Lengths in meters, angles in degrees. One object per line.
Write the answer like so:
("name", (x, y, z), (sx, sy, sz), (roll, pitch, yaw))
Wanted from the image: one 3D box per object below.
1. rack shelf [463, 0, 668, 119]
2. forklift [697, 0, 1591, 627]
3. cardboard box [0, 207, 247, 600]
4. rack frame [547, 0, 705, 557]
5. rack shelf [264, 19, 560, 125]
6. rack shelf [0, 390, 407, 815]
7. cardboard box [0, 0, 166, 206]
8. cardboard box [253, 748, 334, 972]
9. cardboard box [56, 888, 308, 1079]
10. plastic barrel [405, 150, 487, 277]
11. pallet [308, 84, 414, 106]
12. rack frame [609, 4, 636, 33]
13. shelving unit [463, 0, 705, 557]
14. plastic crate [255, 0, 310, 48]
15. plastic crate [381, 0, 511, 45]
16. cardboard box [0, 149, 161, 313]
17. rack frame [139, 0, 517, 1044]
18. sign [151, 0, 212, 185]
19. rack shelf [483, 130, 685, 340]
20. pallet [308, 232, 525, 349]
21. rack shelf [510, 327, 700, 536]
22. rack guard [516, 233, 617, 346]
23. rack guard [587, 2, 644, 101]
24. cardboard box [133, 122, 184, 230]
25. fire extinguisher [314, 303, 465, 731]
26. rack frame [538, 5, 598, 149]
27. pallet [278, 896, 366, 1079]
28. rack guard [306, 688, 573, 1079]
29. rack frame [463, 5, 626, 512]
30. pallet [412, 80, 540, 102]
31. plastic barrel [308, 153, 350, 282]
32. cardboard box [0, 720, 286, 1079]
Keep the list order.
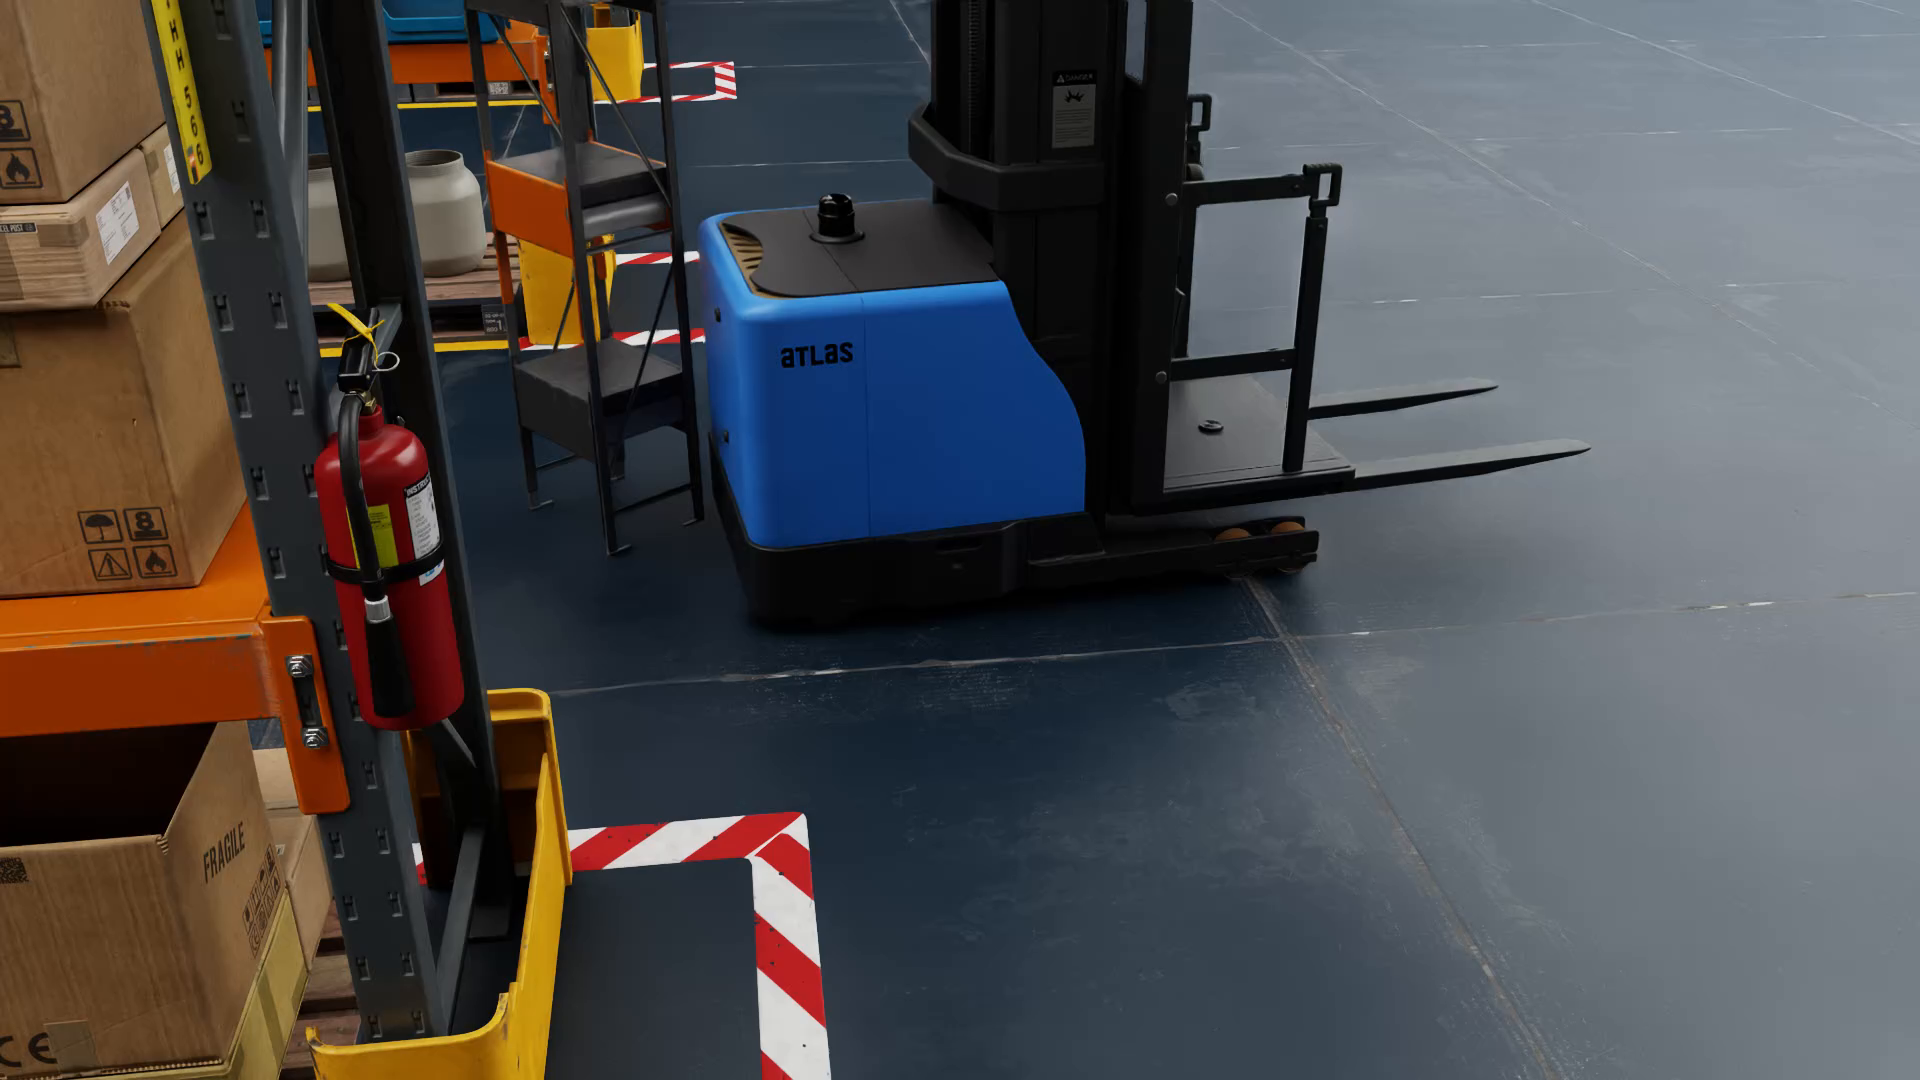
("rack shelf", (-1.222, -1.633, 5.130), (0.431, 0.518, 0.480), (-24, 36, -39))
("forklift", (0.694, -1.397, 5.263), (3.031, 2.935, 1.130), (-7, 28, -14))
("cardboard box", (-1.552, -0.284, 2.908), (0.500, 0.500, 0.700), (-4, 27, -7))
("rack frame", (-1.051, -0.944, 5.289), (0.400, 2.100, 0.015), (-24, 36, -39))
("rack shelf", (-3.755, -2.056, 7.259), (4.000, 0.370, 1.077), (-4, 27, -7))
("rack shelf", (-3.069, 0.184, 2.894), (4.000, 0.370, 1.077), (-4, 27, -7))
("cardboard box", (-1.605, -0.858, 2.606), (0.500, 0.500, 0.700), (-4, 27, -7))
("cardboard box", (-1.650, 0.707, 3.639), (0.500, 0.250, 0.500), (-4, 27, -7))
("cardboard box", (-1.578, 0.941, 3.183), (0.500, 0.250, 0.500), (-4, 27, -7))
("plastic barrel", (-2.416, -1.507, 7.666), (0.421, 0.512, 0.421), (0, 27, 0))
("pallet", (-4.555, -3.385, 12.116), (1.213, 0.211, 1.003), (-4, 27, -7))
("rack frame", (-2.465, -4.742, 11.706), (0.127, 3.000, 1.000), (-4, 27, -7))
("shelving unit", (-1.222, -1.023, 5.443), (0.431, 2.100, 0.503), (-24, 36, -39))
("plastic crate", (-2.873, -2.231, 6.975), (0.408, 0.251, 0.499), (-4, 27, -7))
("plastic crate", (-2.229, -2.270, 7.051), (0.616, 0.251, 0.499), (-4, 27, -7))
("cardboard box", (-1.440, -0.486, 2.592), (0.250, 0.149, 0.380), (-4, 27, -8))
("rack frame", (-1.088, -0.264, 2.978), (0.127, 3.000, 1.000), (-4, 27, -7))
("sign", (-1.027, -0.638, 2.180), (0.005, 0.325, 0.100), (-4, 27, -7))
("rack shelf", (-1.222, -1.011, 5.449), (0.431, 0.518, 0.480), (-24, 36, -39))
("pallet", (-2.649, -1.187, 7.832), (1.213, 0.211, 1.003), (-4, 27, -7))
("rack shelf", (-1.222, -0.388, 5.769), (0.431, 0.518, 0.480), (-24, 36, -39))
("rack guard", (-1.843, -1.365, 7.862), (0.348, 0.500, 1.175), (-4, 27, -7))
("rack guard", (-2.540, -3.625, 12.267), (0.348, 0.500, 1.175), (-4, 27, -7))
("cardboard box", (-1.507, -0.669, 2.948), (0.250, 0.149, 0.380), (-4, 27, -7))
("fire extinguisher", (-0.907, -0.027, 2.601), (0.183, 0.674, 0.296), (-4, 27, -7))
("rack frame", (-1.775, -2.503, 7.342), (0.127, 3.000, 1.000), (-4, 27, -7))
("pallet", (-1.840, 1.045, 3.483), (1.213, 0.211, 1.003), (-4, 27, -7))
("rack guard", (-1.065, 0.847, 3.552), (0.348, 0.500, 1.175), (-4, 27, -7))
("rack frame", (-1.394, -1.102, 5.598), (0.400, 2.100, 0.015), (-24, 36, -39))
("pallet", (-3.349, -3.461, 12.264), (1.213, 0.211, 1.003), (-4, 27, -7))
("plastic barrel", (-2.912, -1.475, 7.604), (0.421, 0.512, 0.421), (0, 27, 0))
("cardboard box", (-1.578, 0.608, 3.010), (0.500, 0.500, 0.500), (-4, 27, -7))
